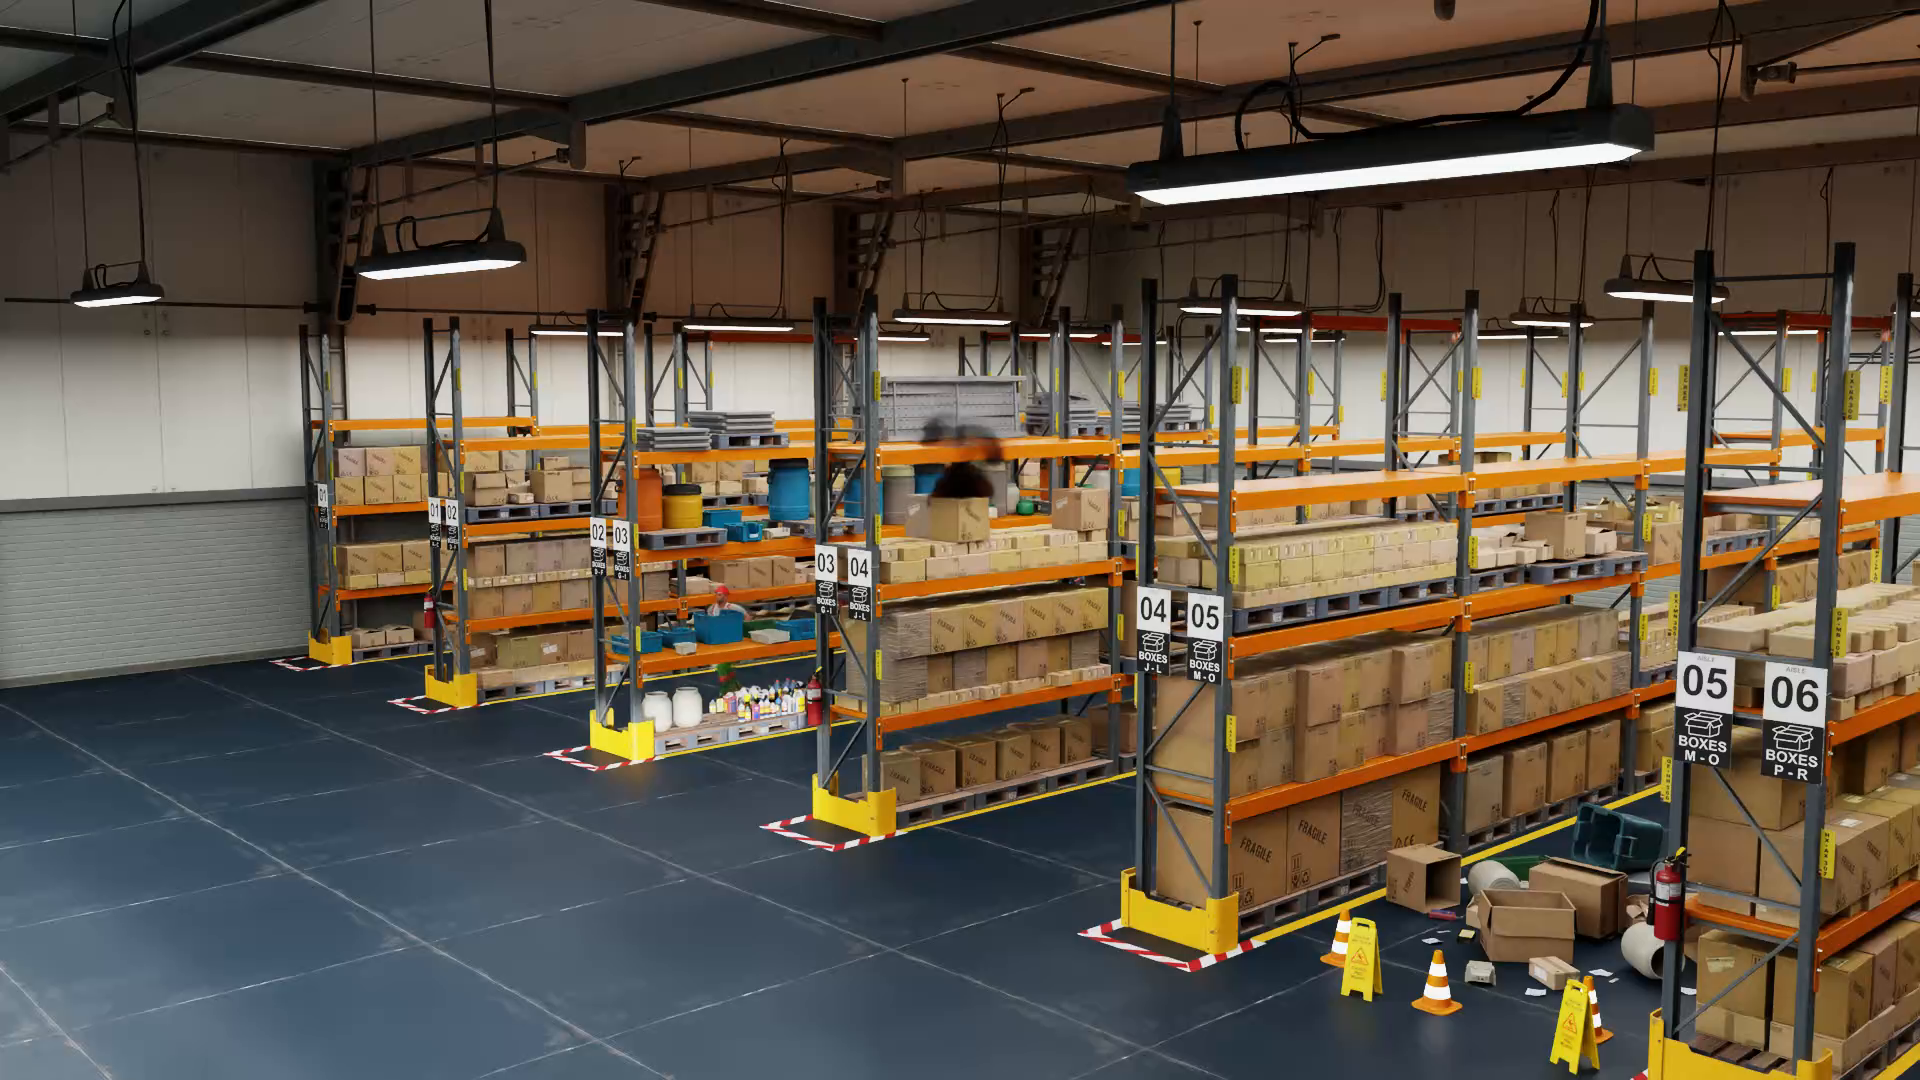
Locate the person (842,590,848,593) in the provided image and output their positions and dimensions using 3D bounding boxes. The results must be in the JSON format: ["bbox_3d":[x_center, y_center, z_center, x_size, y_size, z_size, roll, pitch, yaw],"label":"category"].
[{"bbox_3d":[-2.178,0.867,34.142,1.010,1.718,0.678,-5,8,-40],"label":"person"}]

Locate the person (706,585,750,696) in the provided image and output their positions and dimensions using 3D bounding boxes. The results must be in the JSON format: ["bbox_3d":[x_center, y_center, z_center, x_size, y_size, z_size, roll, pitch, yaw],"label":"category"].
[{"bbox_3d":[-3.712,1.634,26.127,0.681,1.853,0.795,4,7,33],"label":"person"}]

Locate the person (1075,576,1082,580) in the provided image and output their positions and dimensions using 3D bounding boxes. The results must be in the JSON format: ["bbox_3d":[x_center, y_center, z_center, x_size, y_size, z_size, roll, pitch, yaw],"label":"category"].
[{"bbox_3d":[2.240,1.224,31.183,0.624,1.564,0.482,-5,8,-43],"label":"person"}]
